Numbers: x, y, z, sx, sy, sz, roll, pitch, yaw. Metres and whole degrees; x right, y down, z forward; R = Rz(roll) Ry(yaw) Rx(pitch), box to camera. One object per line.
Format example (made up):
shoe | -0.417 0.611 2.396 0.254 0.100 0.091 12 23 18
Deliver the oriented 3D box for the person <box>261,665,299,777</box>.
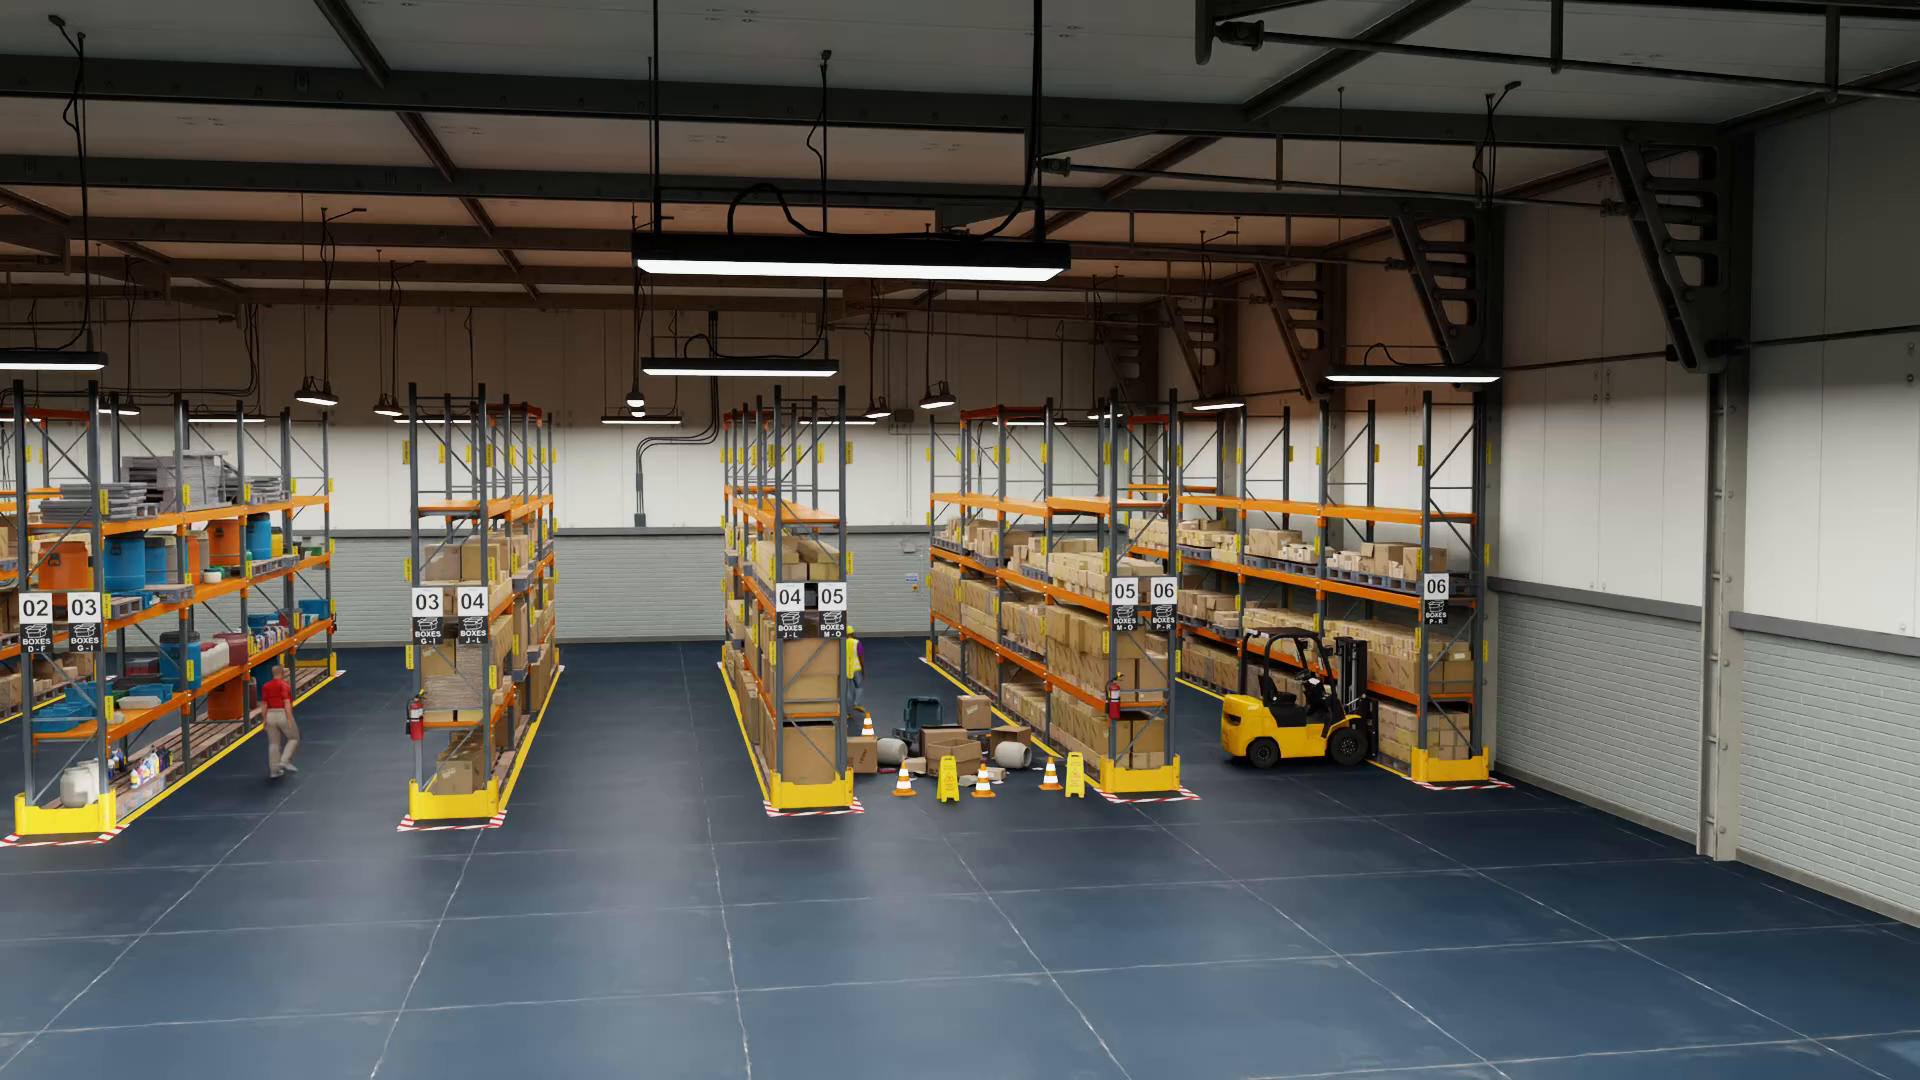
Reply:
person | -10.633 2.818 25.955 0.590 1.714 0.479 0 3 2

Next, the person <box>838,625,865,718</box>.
person | -2.108 2.506 31.790 0.601 1.755 0.497 0 3 -1
